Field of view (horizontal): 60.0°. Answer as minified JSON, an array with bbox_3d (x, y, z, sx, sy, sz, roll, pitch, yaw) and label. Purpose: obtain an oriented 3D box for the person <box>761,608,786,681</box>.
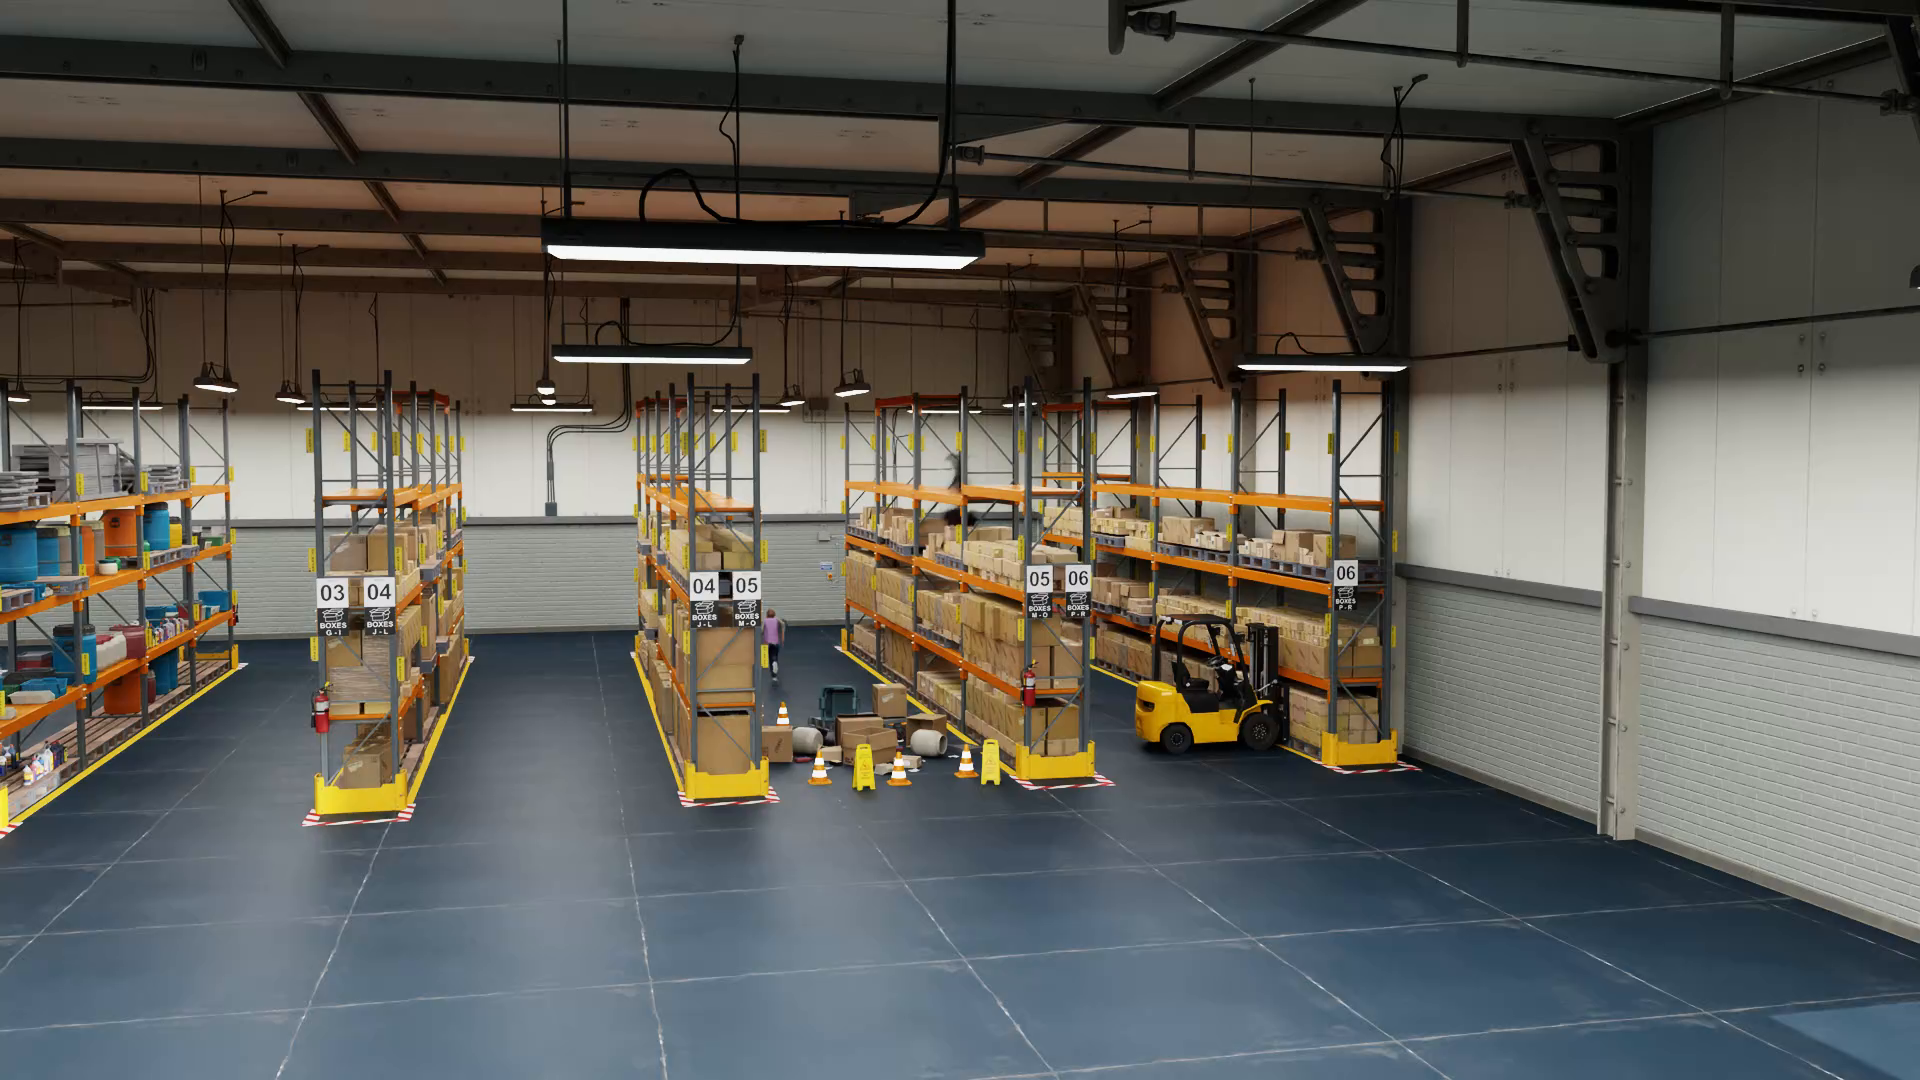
[{"bbox_3d":[-3.978,2.213,35.280,0.524,1.526,0.663,-1,3,-13],"label":"person"}]
